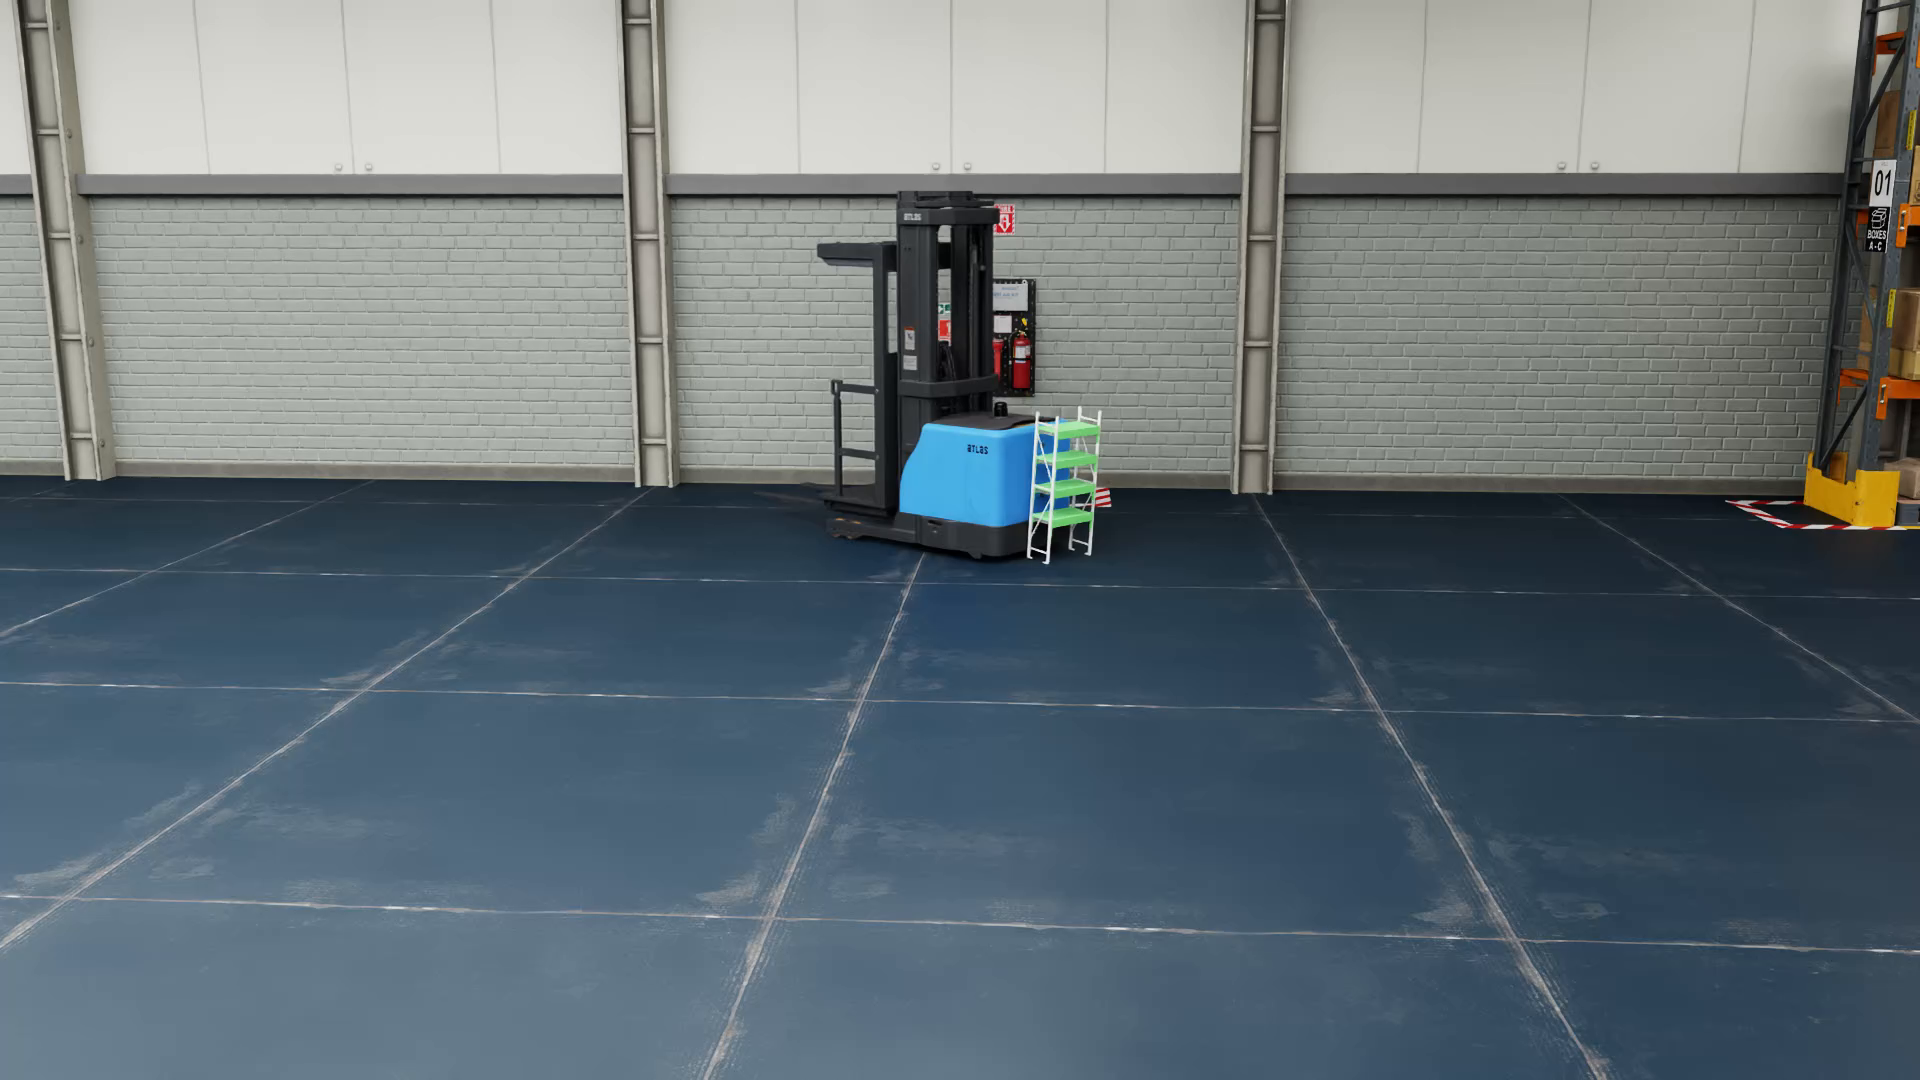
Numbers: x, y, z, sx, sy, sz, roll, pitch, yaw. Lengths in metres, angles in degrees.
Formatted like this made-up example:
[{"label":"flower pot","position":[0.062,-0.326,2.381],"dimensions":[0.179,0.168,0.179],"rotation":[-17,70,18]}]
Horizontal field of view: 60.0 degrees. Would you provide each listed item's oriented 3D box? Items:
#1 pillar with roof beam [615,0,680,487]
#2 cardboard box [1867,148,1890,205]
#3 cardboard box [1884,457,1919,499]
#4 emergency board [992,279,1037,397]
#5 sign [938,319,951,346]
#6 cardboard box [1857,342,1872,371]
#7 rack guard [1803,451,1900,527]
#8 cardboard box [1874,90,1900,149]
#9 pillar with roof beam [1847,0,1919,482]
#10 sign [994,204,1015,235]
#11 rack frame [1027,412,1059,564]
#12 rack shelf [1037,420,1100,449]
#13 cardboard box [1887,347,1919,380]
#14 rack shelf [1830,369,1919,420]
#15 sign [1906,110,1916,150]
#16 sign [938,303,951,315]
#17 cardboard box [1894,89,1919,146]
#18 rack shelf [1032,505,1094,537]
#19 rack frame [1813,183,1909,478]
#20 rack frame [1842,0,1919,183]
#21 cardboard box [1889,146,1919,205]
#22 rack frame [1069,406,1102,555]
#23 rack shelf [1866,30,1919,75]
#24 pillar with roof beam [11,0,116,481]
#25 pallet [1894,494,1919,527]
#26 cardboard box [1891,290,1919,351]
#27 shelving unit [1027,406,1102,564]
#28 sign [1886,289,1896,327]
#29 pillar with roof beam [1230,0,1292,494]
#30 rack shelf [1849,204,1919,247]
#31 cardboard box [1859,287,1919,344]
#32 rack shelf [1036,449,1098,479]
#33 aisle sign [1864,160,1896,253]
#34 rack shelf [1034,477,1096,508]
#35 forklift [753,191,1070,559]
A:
[{"label":"pillar with roof beam","position":[-3.372,-4.092,11.851],"dimensions":[0.400,9.000,9.100],"rotation":[1,12,4]},{"label":"cardboard box","position":[8.566,-3.276,14.986],"dimensions":[0.500,0.500,0.500],"rotation":[2,12,8]},{"label":"cardboard box","position":[8.817,-0.575,15.183],"dimensions":[0.500,0.311,0.500],"rotation":[-1,12,-3]},{"label":"emergency board","position":[0.439,-1.994,16.476],"dimensions":[0.643,1.169,0.194],"rotation":[1,12,4]},{"label":"sign","position":[-0.105,-2.040,16.609],"dimensions":[0.234,0.329,0.001],"rotation":[1,12,4]},{"label":"cardboard box","position":[8.612,-1.673,15.258],"dimensions":[0.500,0.250,0.500],"rotation":[1,12,5]},{"label":"rack guard","position":[8.209,-0.479,15.337],"dimensions":[0.348,0.500,1.175],"rotation":[1,12,4]},{"label":"cardboard box","position":[8.581,-3.767,14.891],"dimensions":[0.500,0.500,0.500],"rotation":[1,12,6]},{"label":"pillar with roof beam","position":[8.602,-3.928,11.066],"dimensions":[0.400,9.000,9.100],"rotation":[1,12,4]},{"label":"sign","position":[0.438,-3.149,16.337],"dimensions":[0.199,0.298,0.001],"rotation":[1,12,4]},{"label":"rack frame","position":[0.661,-0.413,13.267],"dimensions":[0.015,1.200,0.240],"rotation":[-11,20,-41]},{"label":"rack shelf","position":[0.862,-0.848,13.321],"dimensions":[0.480,0.148,0.258],"rotation":[-11,20,-41]},{"label":"cardboard box","position":[8.599,-1.568,14.757],"dimensions":[0.500,0.250,0.500],"rotation":[0,12,2]},{"label":"rack shelf","position":[10.128,-1.324,15.029],"dimensions":[4.000,0.370,1.077],"rotation":[1,12,4]},{"label":"sign","position":[8.097,-3.489,14.159],"dimensions":[0.005,0.325,0.100],"rotation":[1,12,4]},{"label":"sign","position":[-0.101,-2.298,16.546],"dimensions":[0.331,0.109,0.001],"rotation":[1,12,4]},{"label":"cardboard box","position":[8.501,-3.665,14.402],"dimensions":[0.500,0.500,0.500],"rotation":[0,12,0]},{"label":"rack shelf","position":[0.826,-0.154,13.507],"dimensions":[0.480,0.148,0.258],"rotation":[-11,20,-41]},{"label":"rack frame","position":[8.133,-1.704,15.086],"dimensions":[0.127,3.000,1.000],"rotation":[1,12,4]},{"label":"rack frame","position":[8.133,-4.640,14.471],"dimensions":[0.127,3.000,1.000],"rotation":[1,12,4]},{"label":"cardboard box","position":[8.450,-3.175,14.500],"dimensions":[0.500,0.500,0.500],"rotation":[1,12,5]},{"label":"rack frame","position":[1.021,-0.481,13.590],"dimensions":[0.015,1.200,0.240],"rotation":[-11,20,-41]},{"label":"rack shelf","position":[10.128,-4.259,14.415],"dimensions":[4.000,0.370,1.077],"rotation":[1,12,4]},{"label":"pillar with roof beam","position":[-9.358,-4.174,12.243],"dimensions":[0.400,9.000,9.100],"rotation":[1,12,4]},{"label":"pallet","position":[9.017,-0.319,15.279],"dimensions":[1.213,0.211,1.003],"rotation":[1,12,4]},{"label":"cardboard box","position":[8.589,-1.939,14.698],"dimensions":[0.500,0.500,0.500],"rotation":[1,12,4]},{"label":"shelving unit","position":[0.841,-0.447,13.429],"dimensions":[0.503,1.200,0.258],"rotation":[-11,20,-41]},{"label":"sign","position":[8.097,-2.016,14.467],"dimensions":[0.005,0.325,0.100],"rotation":[1,12,4]},{"label":"pillar with roof beam","position":[2.615,-4.010,11.459],"dimensions":[0.400,9.000,9.100],"rotation":[1,12,4]},{"label":"rack shelf","position":[10.128,-2.792,14.721],"dimensions":[4.000,0.370,1.077],"rotation":[1,12,4]},{"label":"cardboard box","position":[8.617,-2.044,15.199],"dimensions":[0.500,0.500,0.500],"rotation":[1,12,3]},{"label":"rack shelf","position":[0.850,-0.617,13.383],"dimensions":[0.480,0.148,0.258],"rotation":[-11,20,-41]},{"label":"aisle sign","position":[8.041,-2.916,14.531],"dimensions":[0.004,0.787,0.394],"rotation":[1,12,4]},{"label":"rack shelf","position":[0.838,-0.385,13.445],"dimensions":[0.480,0.148,0.258],"rotation":[-11,20,-41]},{"label":"forklift","position":[-0.525,-1.505,14.304],"dimensions":[3.031,2.935,1.130],"rotation":[10,15,39]}]
